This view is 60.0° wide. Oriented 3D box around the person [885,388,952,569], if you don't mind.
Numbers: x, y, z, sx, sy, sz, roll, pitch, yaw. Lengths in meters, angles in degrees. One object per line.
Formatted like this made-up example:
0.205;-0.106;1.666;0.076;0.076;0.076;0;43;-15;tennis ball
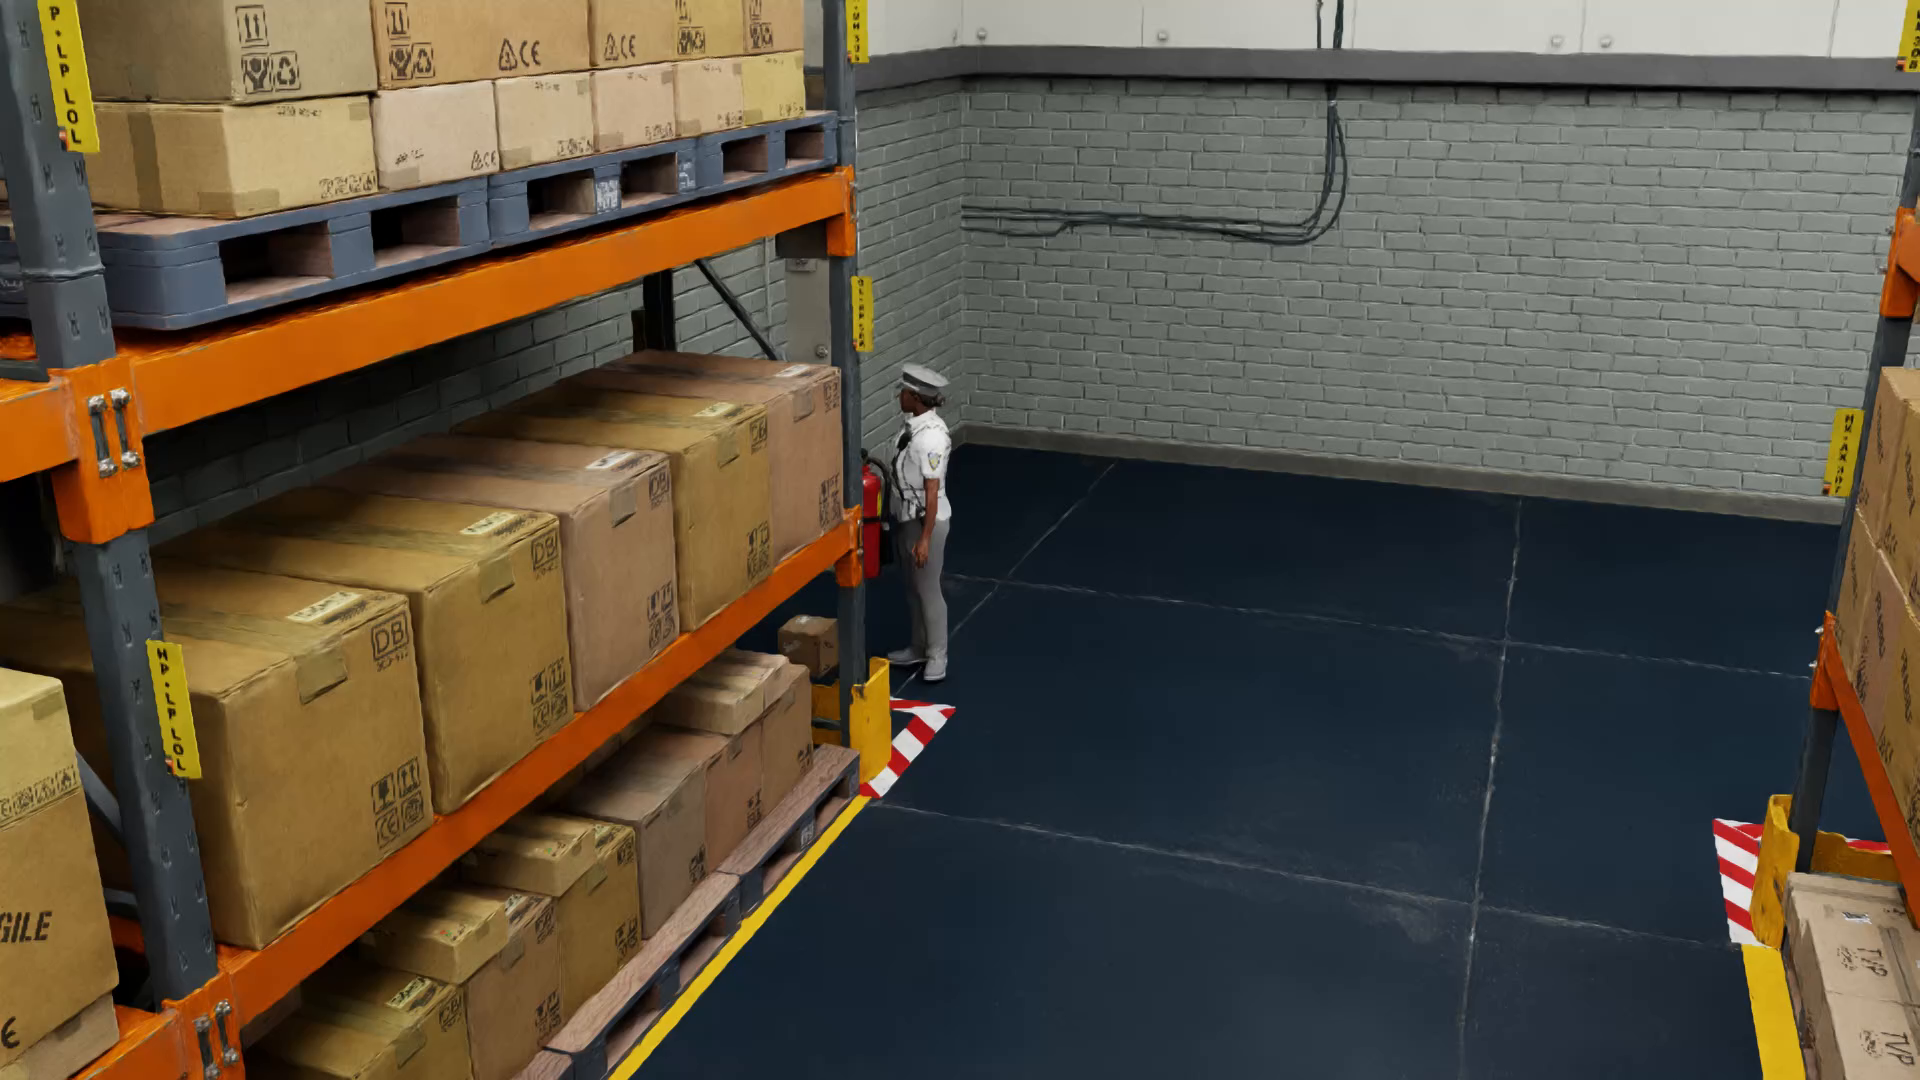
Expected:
-0.207;-0.391;8.624;0.335;0.988;0.604;-5;20;-16;person
